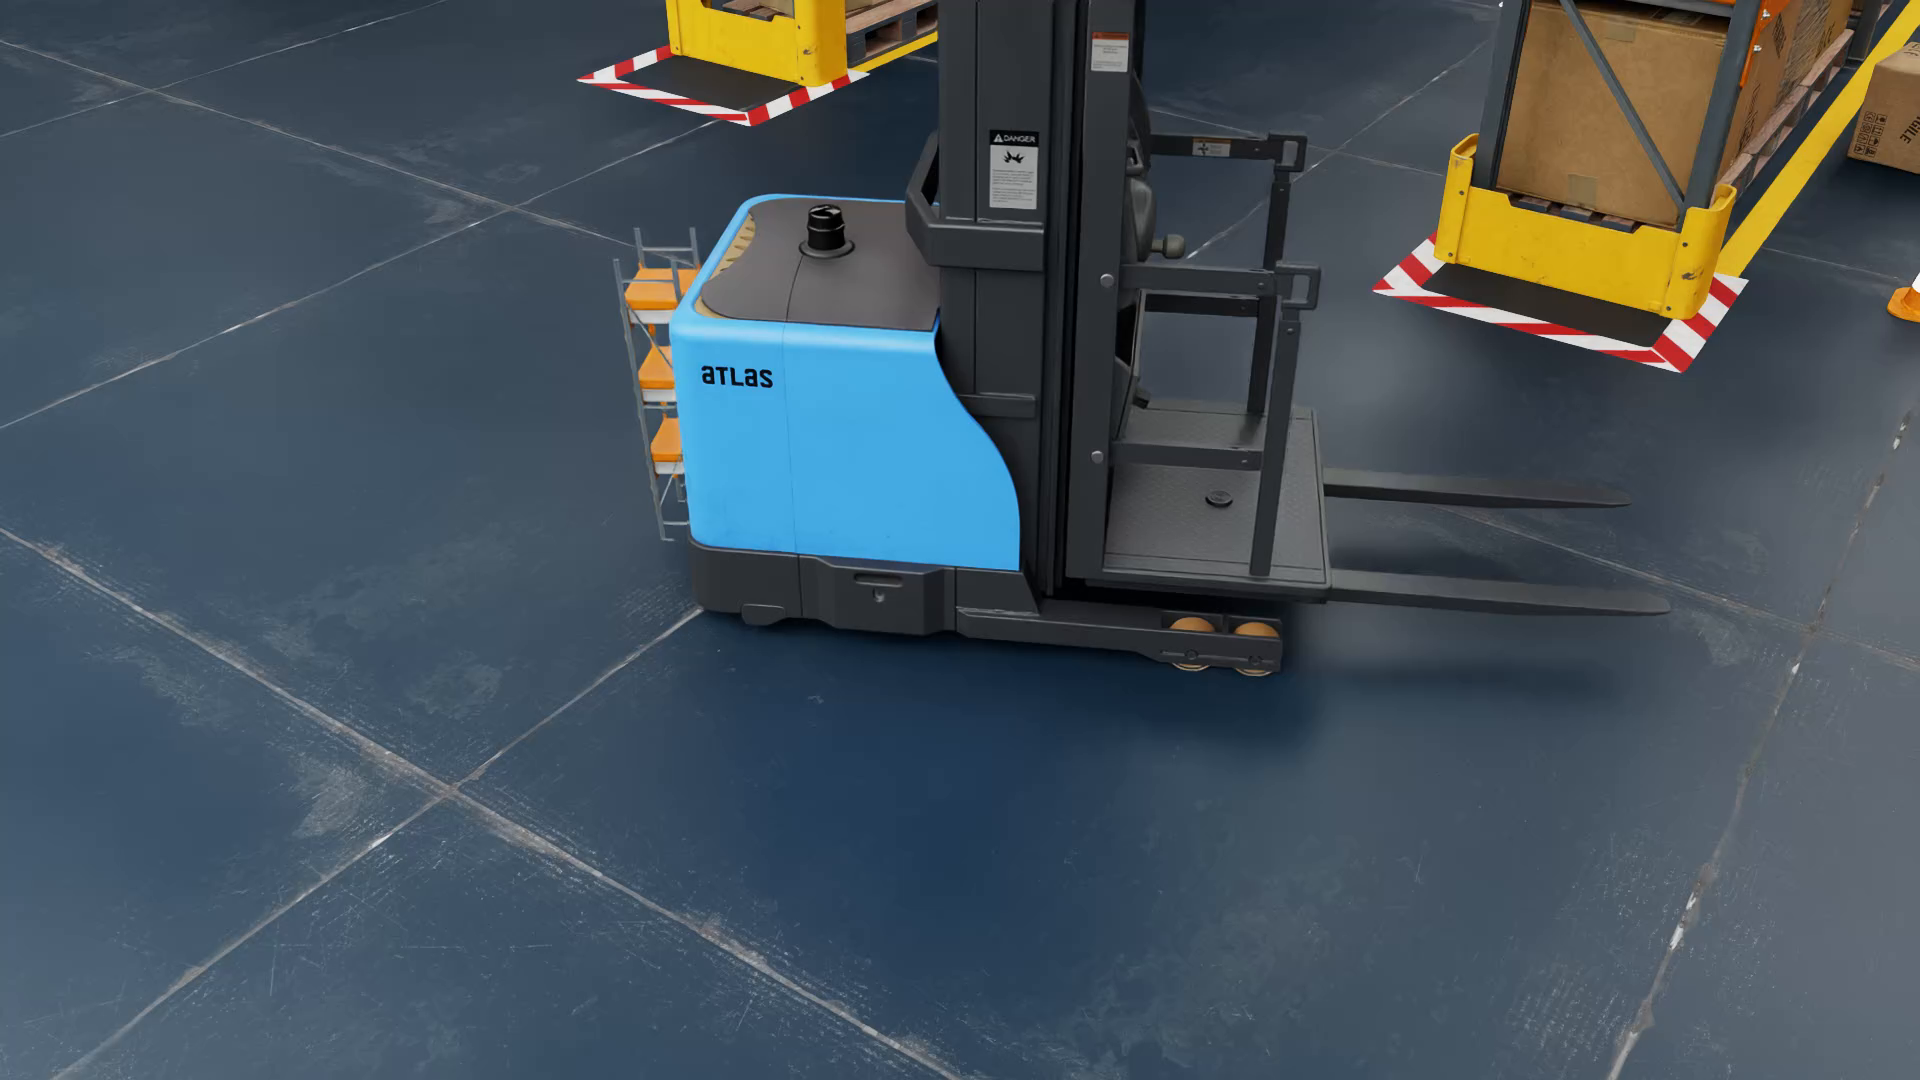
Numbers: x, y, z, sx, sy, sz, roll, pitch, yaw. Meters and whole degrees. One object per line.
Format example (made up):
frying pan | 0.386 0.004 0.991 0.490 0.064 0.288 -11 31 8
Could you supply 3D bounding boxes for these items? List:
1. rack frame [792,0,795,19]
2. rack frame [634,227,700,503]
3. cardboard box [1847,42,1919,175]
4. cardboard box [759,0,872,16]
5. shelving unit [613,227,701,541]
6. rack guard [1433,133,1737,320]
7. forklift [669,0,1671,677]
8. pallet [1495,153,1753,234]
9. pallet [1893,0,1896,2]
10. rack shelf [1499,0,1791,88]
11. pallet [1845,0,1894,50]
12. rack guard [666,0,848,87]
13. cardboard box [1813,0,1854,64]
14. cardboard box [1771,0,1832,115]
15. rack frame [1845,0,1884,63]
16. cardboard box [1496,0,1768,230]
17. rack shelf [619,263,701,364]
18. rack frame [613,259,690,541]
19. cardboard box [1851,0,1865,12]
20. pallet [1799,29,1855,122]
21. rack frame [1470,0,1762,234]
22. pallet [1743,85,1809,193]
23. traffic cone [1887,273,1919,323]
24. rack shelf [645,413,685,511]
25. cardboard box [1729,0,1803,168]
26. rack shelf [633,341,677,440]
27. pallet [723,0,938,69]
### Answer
rack frame | -1.260 -4.081 9.107 1.000 3.000 0.127 21 39 28
rack frame | -0.930 -0.569 5.646 0.200 1.050 0.008 1 34 6
cardboard box | 4.996 -2.215 8.576 0.500 0.500 0.500 29 44 36
cardboard box | -0.890 -3.502 10.107 0.500 0.500 0.500 -29 43 -35
shelving unit | -0.943 -0.501 5.546 0.215 1.050 0.252 1 34 6
rack guard | 2.744 -1.404 7.380 1.175 0.500 0.348 21 39 28
forklift | 0.698 -1.112 4.777 3.031 2.935 1.130 4 34 6
pallet | 3.149 -1.688 8.058 1.003 0.211 1.213 21 39 28
pallet | 6.111 -4.079 11.593 1.003 0.211 1.213 21 39 28
rack shelf | 3.898 -3.073 8.258 1.077 0.370 4.000 21 39 28
pallet | 5.416 -3.515 10.760 1.003 0.211 1.213 21 39 28
rack guard | -1.217 -3.081 9.859 1.175 0.500 0.348 21 39 28
cardboard box | 4.622 -3.318 9.500 0.875 0.875 0.875 22 40 29
cardboard box | 4.111 -2.902 8.885 0.875 0.875 0.875 22 40 29
rack frame | 5.038 -4.291 9.418 1.000 3.000 0.127 21 39 28
cardboard box | 3.090 -2.077 7.666 0.875 0.875 0.875 21 40 28
rack shelf | -0.954 -0.728 5.394 0.215 0.259 0.240 1 34 6
rack frame | -0.956 -0.433 5.445 0.200 1.050 0.008 1 34 6
cardboard box | 5.318 -3.848 10.395 1.050 0.750 0.750 21 39 28
pallet | 4.540 -2.811 9.718 1.003 0.211 1.213 21 39 28
rack frame | 2.757 -2.450 6.696 1.000 3.000 0.127 21 39 28
pallet | 3.845 -2.247 8.885 1.003 0.211 1.213 21 39 28
traffic cone | 4.227 -1.190 7.097 0.336 0.463 0.334 21 39 28
rack shelf | -0.930 -0.262 5.706 0.215 0.259 0.240 1 34 6
cardboard box | 3.590 -2.483 8.266 0.875 0.875 0.875 21 39 27
rack shelf | -0.942 -0.493 5.552 0.215 0.259 0.240 1 34 6
pallet | -0.724 -3.324 10.476 1.003 0.211 1.213 21 39 28
